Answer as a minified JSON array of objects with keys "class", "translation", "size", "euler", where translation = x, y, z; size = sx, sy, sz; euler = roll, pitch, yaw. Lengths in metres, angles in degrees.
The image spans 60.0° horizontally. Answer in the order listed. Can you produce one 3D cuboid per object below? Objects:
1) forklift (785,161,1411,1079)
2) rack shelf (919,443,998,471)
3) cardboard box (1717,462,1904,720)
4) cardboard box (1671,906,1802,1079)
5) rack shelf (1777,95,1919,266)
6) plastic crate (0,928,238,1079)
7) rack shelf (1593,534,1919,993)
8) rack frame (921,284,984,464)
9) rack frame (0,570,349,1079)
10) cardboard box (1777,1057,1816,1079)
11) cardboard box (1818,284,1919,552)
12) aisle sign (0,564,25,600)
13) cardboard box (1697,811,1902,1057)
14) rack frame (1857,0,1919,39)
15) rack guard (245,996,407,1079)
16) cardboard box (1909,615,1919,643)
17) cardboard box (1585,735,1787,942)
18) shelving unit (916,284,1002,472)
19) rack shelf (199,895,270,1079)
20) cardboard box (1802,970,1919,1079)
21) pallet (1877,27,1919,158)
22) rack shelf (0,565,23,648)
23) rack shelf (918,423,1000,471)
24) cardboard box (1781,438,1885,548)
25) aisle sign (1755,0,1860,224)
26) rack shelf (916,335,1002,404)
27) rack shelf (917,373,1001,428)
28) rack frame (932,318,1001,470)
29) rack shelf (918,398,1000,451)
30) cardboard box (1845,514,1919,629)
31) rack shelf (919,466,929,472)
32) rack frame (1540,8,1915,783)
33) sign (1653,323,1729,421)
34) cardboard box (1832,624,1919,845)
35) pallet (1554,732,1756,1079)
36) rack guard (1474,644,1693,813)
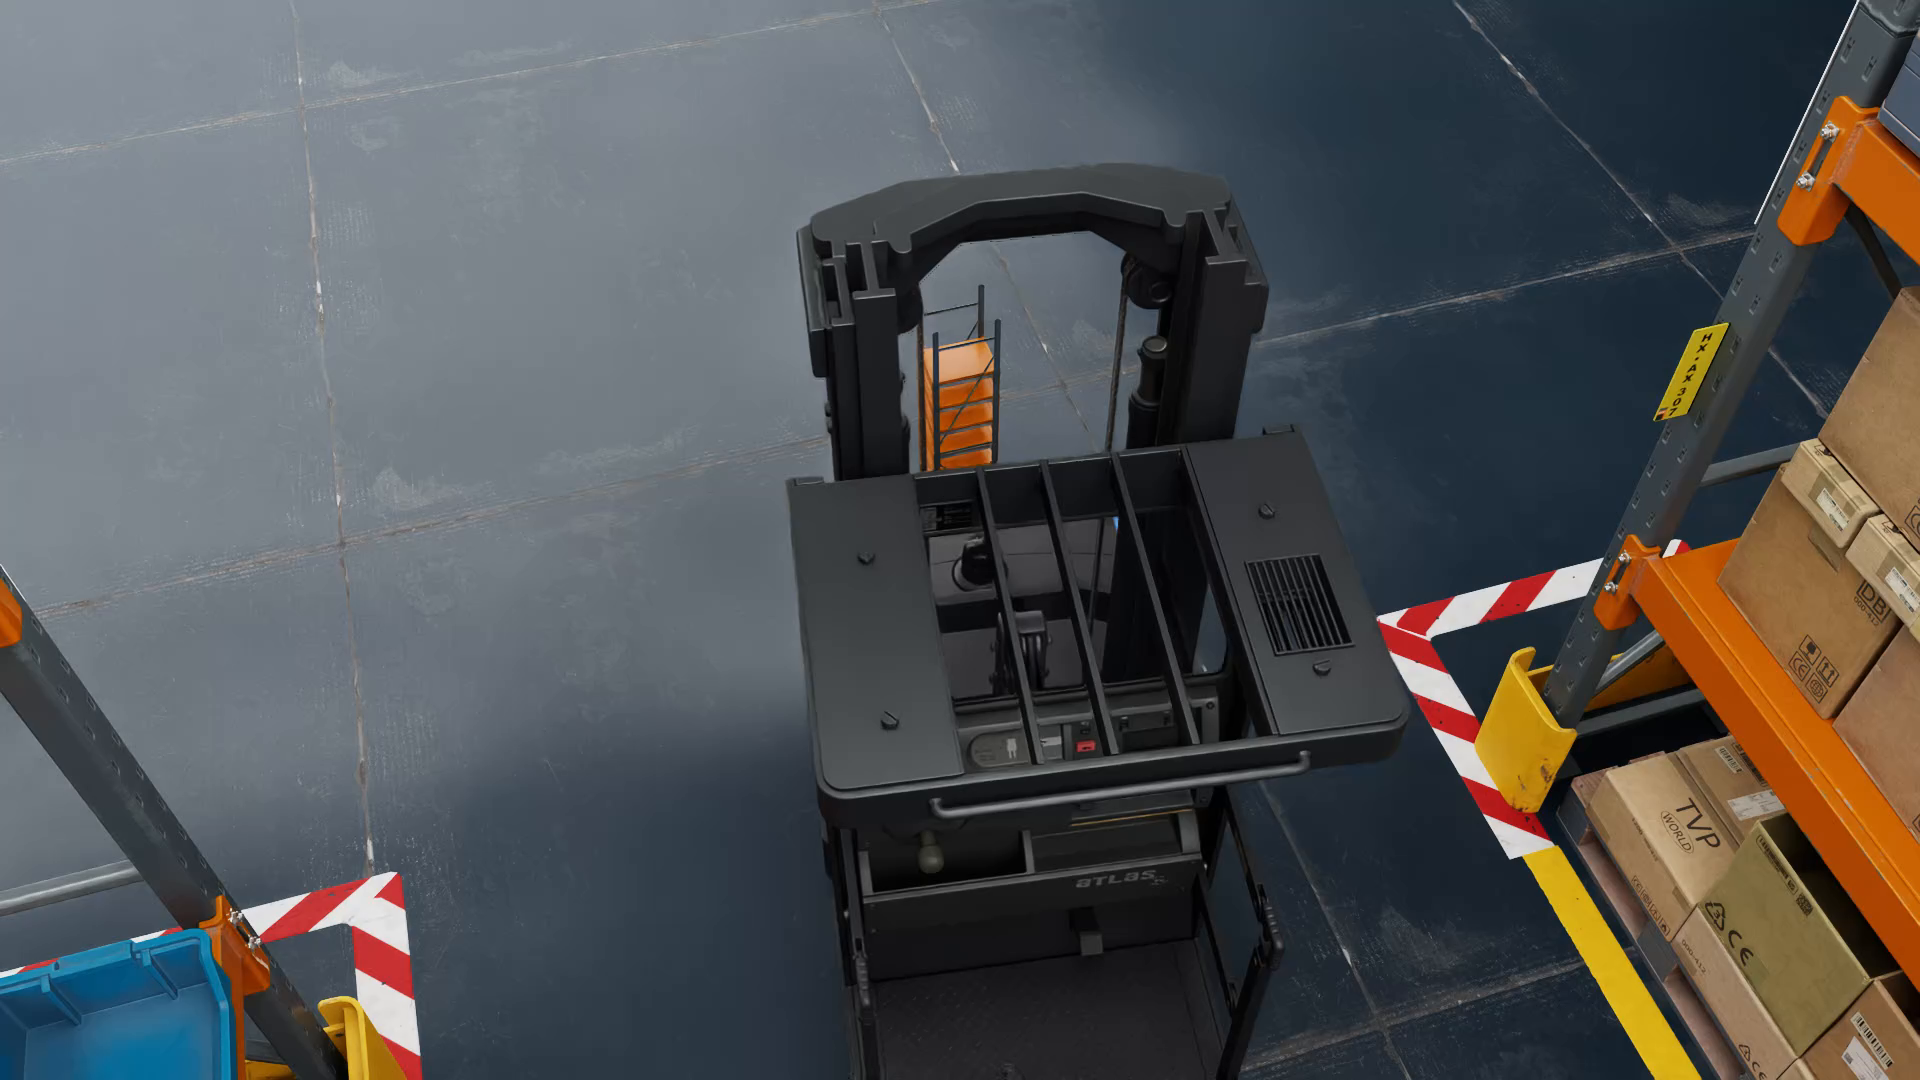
[{"class":"forklift","translation":[0.223,0.708,4.026],"size":[1.130,2.935,3.031],"euler":[-6,50,-5]},{"class":"rack shelf","translation":[-0.004,-0.291,6.216],"size":[0.258,0.103,0.180],"euler":[-13,51,-11]},{"class":"cardboard box","translation":[2.557,0.062,4.460],"size":[0.700,0.500,0.500],"euler":[-13,51,-11]},{"class":"cardboard box","translation":[2.529,1.307,4.999],"size":[0.500,0.250,0.500],"euler":[-13,51,-11]},{"class":"rack shelf","translation":[3.023,0.476,2.685],"size":[1.077,0.370,4.000],"euler":[-13,51,-11]},{"class":"plastic crate","translation":[-1.868,1.213,3.652],"size":[0.499,0.251,0.616],"euler":[-13,51,-11]},{"class":"rack shelf","translation":[3.023,1.443,3.832],"size":[1.077,0.370,4.000],"euler":[-13,51,-11]},{"class":"rack frame","translation":[-0.031,-0.464,6.146],"size":[0.240,1.200,0.006],"euler":[-13,51,-11]},{"class":"rack frame","translation":[-2.305,0.868,3.846],"size":[0.949,2.616,0.053],"euler":[-13,51,-11]},{"class":"cardboard box","translation":[2.676,1.673,4.691],"size":[0.500,0.250,0.500],"euler":[-13,51,-11]},{"class":"cardboard box","translation":[2.573,-0.318,3.932],"size":[0.700,0.500,0.500],"euler":[-13,51,-11]},{"class":"aisle sign","translation":[-2.039,-0.090,2.954],"size":[0.394,0.787,0.004],"euler":[-13,51,-11]},{"class":"cardboard box","translation":[2.527,1.066,4.712],"size":[0.500,0.500,0.500],"euler":[-13,51,-11]},{"class":"rack frame","translation":[2.431,-2.184,2.495],"size":[1.000,3.000,0.127],"euler":[-13,51,-11]},{"class":"rack guard","translation":[-2.234,1.718,4.764],"size":[1.175,0.500,0.348],"euler":[-13,51,-11]},{"class":"cardboard box","translation":[2.495,0.219,3.904],"size":[0.380,0.149,0.250],"euler":[-13,51,-11]},{"class":"cardboard box","translation":[2.377,0.943,5.307],"size":[0.500,0.250,0.500],"euler":[-13,51,-11]},{"class":"shelving unit","translation":[-0.004,-0.397,6.090],"size":[0.258,1.200,0.189],"euler":[-13,51,-11]},{"class":"rack shelf","translation":[-1.710,2.560,2.890],"size":[1.077,0.370,4.000],"euler":[-13,51,-11]},{"class":"cardboard box","translation":[2.687,1.428,4.407],"size":[0.500,0.500,0.500],"euler":[-13,51,-11]},{"class":"pallet","translation":[2.616,-0.666,3.235],"size":[1.003,0.211,1.213],"euler":[-13,51,-11]},{"class":"rack shelf","translation":[-1.710,1.593,1.743],"size":[1.077,0.370,4.000],"euler":[-13,51,-11]},{"class":"rack shelf","translation":[-0.004,-0.369,6.124],"size":[0.258,0.103,0.180],"euler":[-13,51,-11]},{"class":"cardboard box","translation":[2.342,-0.156,4.220],"size":[0.380,0.149,0.250],"euler":[-14,51,-11]},{"class":"aisle sign","translation":[2.119,-1.067,3.777],"size":[0.394,0.787,0.004],"euler":[-13,51,-11]},{"class":"rack shelf","translation":[-0.004,-0.601,5.849],"size":[0.258,0.103,0.180],"euler":[-13,51,-11]},{"class":"rack shelf","translation":[-0.004,-0.523,5.940],"size":[0.258,0.103,0.180],"euler":[-13,51,-11]},{"class":"rack frame","translation":[0.023,-0.330,6.034],"size":[0.240,1.200,0.006],"euler":[-13,51,-11]},{"class":"rack shelf","translation":[-0.004,-0.446,6.032],"size":[0.258,0.103,0.180],"euler":[-13,51,-11]},{"class":"cardboard box","translation":[2.422,0.036,4.058],"size":[0.380,0.149,0.250],"euler":[-15,51,-12]},{"class":"rack shelf","translation":[-0.004,-0.214,6.307],"size":[0.258,0.103,0.180],"euler":[-13,51,-11]},{"class":"rack frame","translation":[2.431,-0.250,4.788],"size":[1.000,3.000,0.127],"euler":[-13,51,-11]},{"class":"sign","translation":[1.899,-0.433,4.325],"size":[0.100,0.325,0.005],"euler":[-13,51,-11]},{"class":"cardboard box","translation":[2.717,0.444,4.138],"size":[0.700,0.500,0.500],"euler":[-12,51,-10]},{"class":"pallet","translation":[2.698,1.198,5.392],"size":[1.003,0.211,1.213],"euler":[-13,51,-11]},{"class":"rack guard","translation":[2.424,0.538,5.759],"size":[1.175,0.500,0.348],"euler":[-13,51,-11]}]
